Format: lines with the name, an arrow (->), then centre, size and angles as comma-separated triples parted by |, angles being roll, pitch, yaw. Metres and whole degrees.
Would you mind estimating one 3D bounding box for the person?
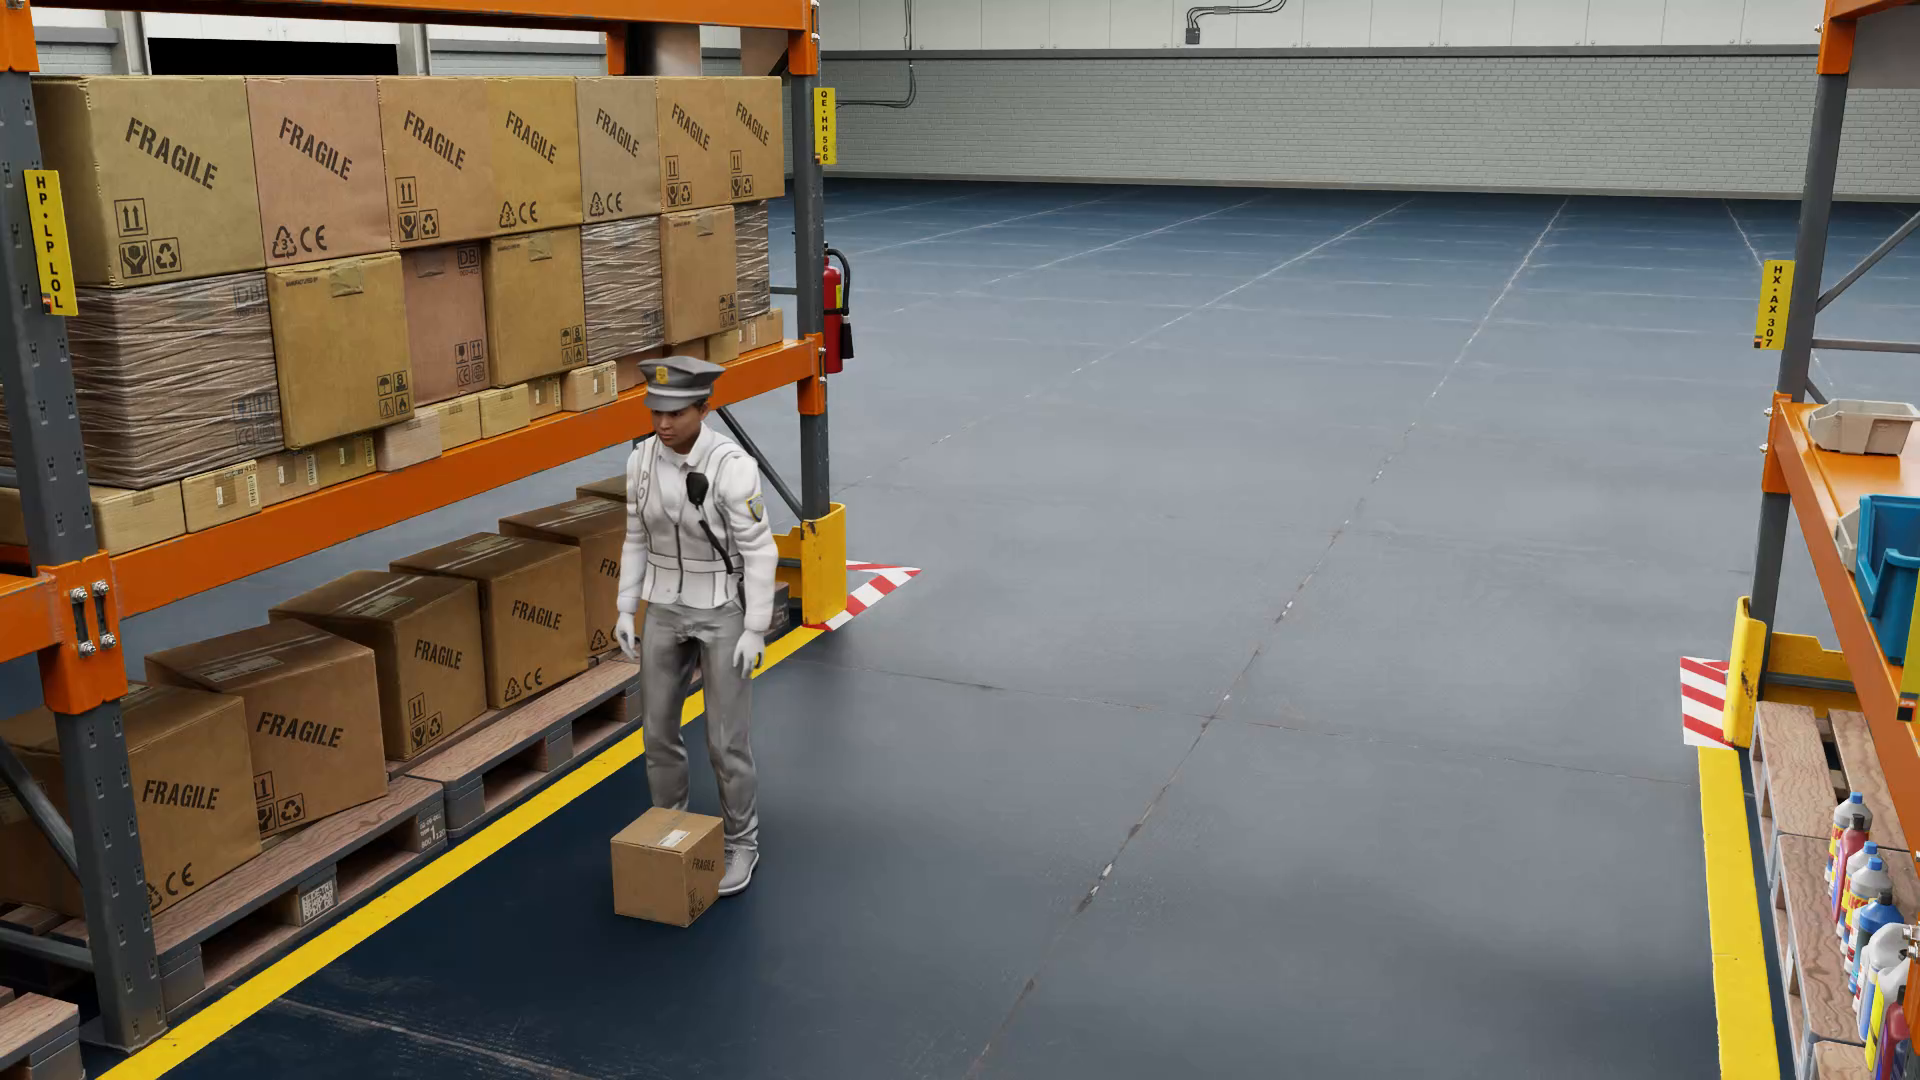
person -> -0.810, 0.254, 5.104 | 0.529, 1.664, 0.372 | 6, 17, 21
